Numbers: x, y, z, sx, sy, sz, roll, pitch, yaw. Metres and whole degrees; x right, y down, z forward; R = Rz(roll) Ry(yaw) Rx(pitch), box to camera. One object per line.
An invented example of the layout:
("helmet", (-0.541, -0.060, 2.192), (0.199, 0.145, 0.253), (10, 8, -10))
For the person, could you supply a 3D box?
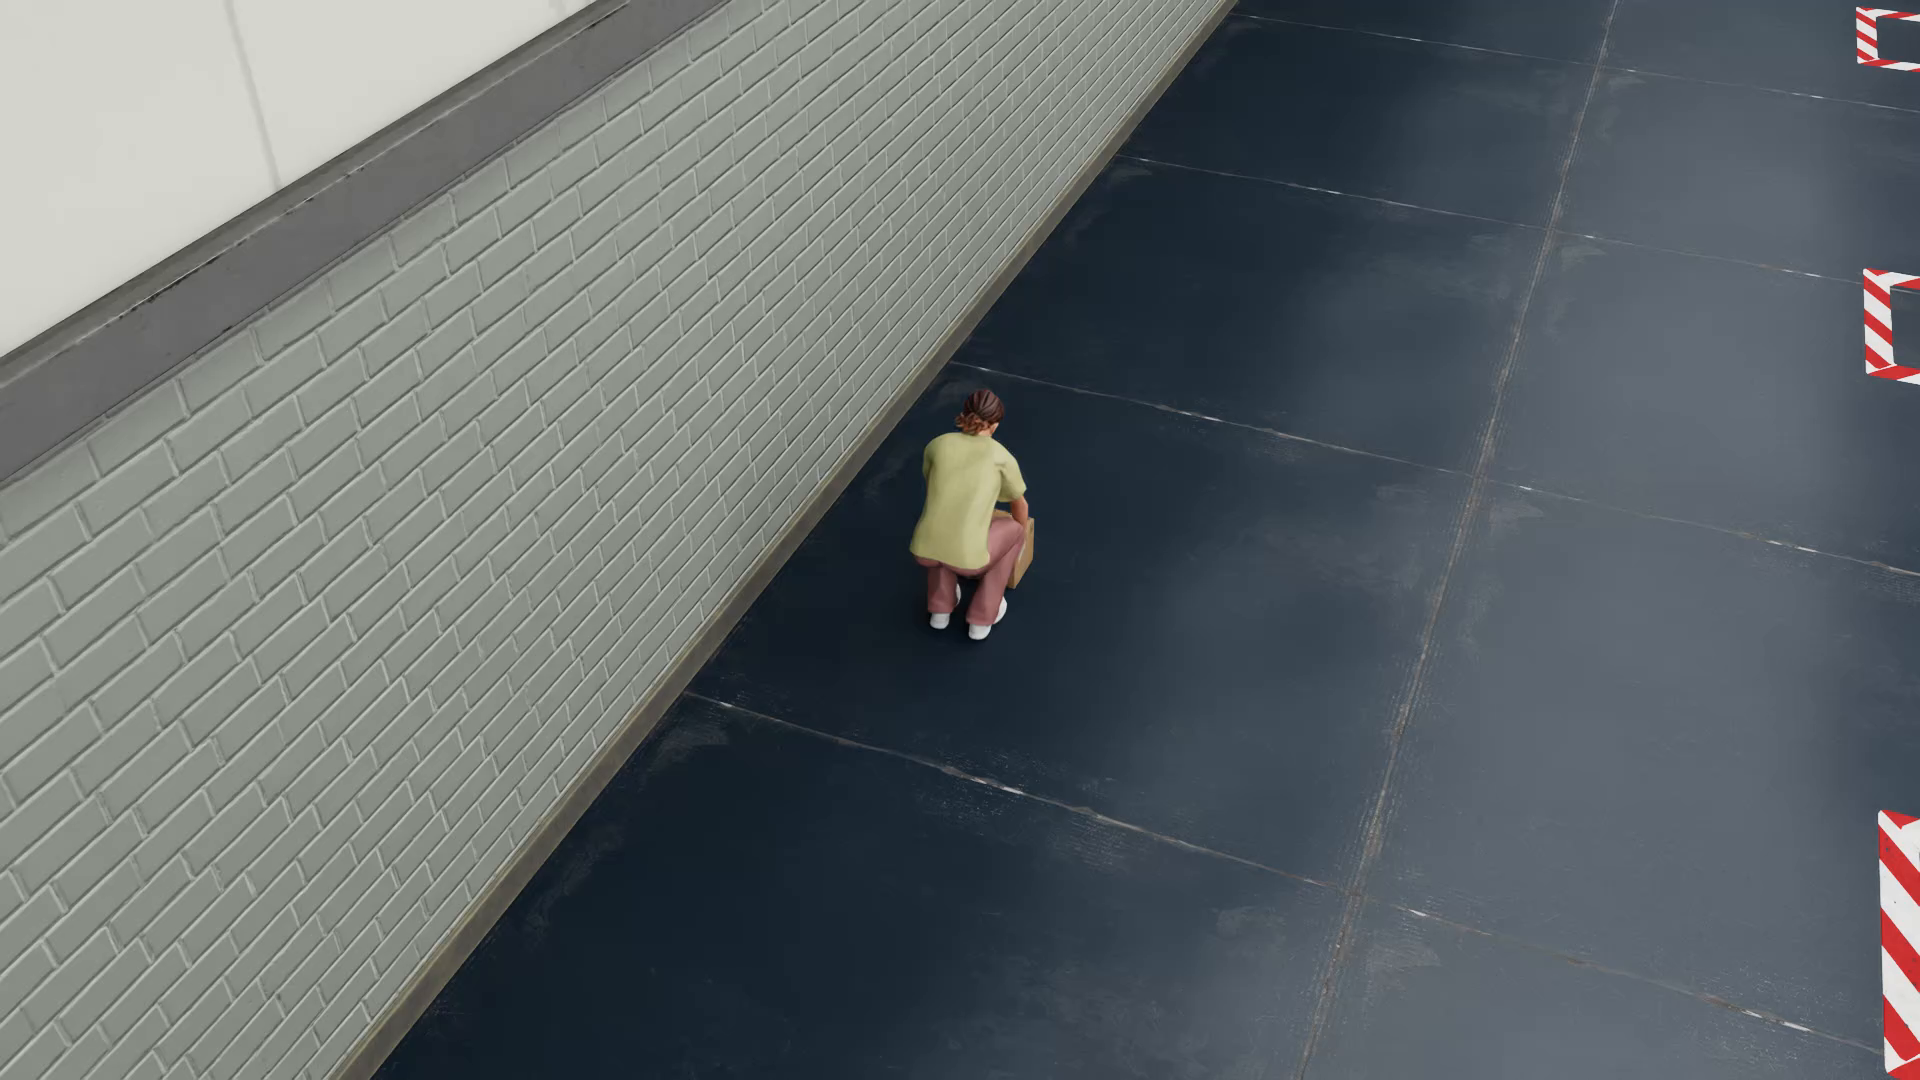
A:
("person", (0.015, -0.085, 7.466), (0.491, 1.023, 0.776), (14, 40, 18))
